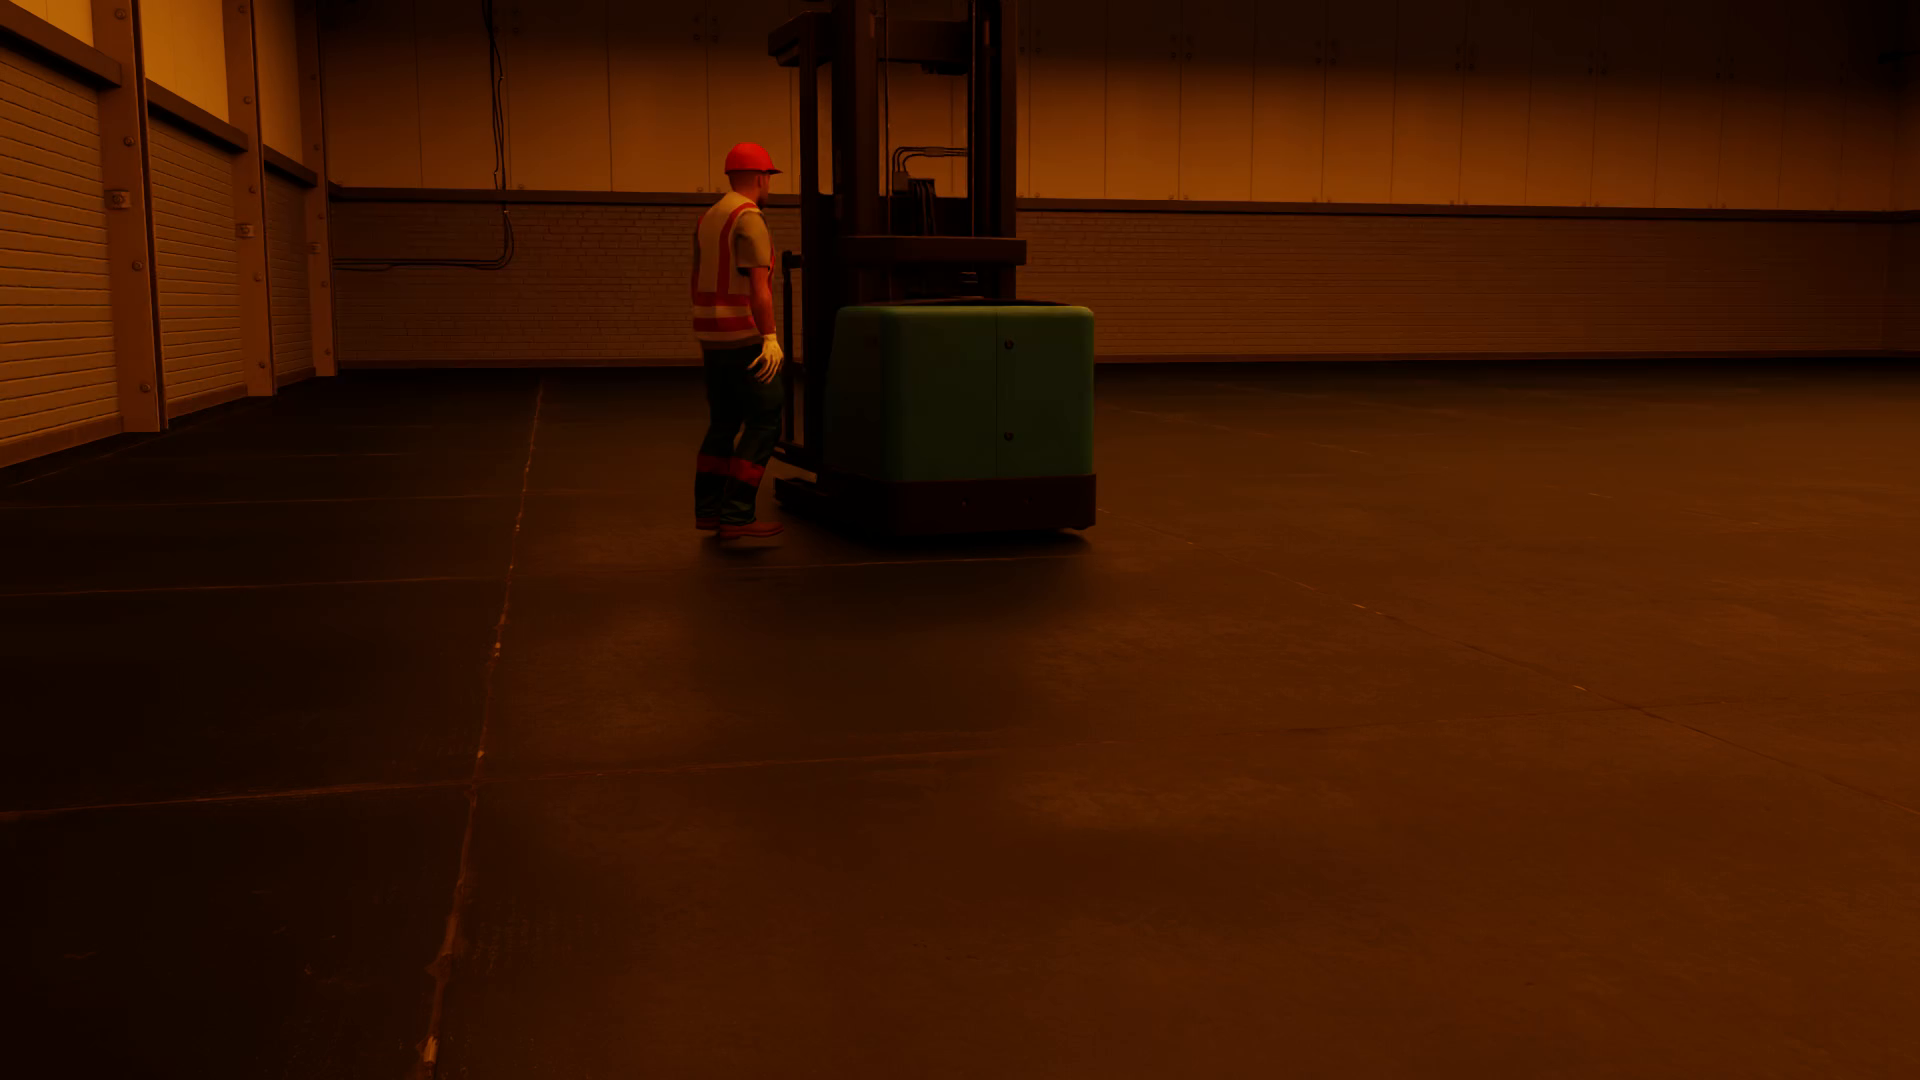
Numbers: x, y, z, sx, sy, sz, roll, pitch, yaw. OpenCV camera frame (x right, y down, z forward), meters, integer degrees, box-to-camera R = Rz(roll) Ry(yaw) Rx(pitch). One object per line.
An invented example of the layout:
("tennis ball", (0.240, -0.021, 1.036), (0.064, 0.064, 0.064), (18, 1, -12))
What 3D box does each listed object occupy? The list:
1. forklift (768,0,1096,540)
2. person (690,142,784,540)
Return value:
("forklift", (-0.356, -1.616, 8.677), (1.130, 2.935, 3.031), (-3, 8, -20))
("person", (-0.982, -0.897, 7.503), (0.413, 1.756, 0.805), (-6, 10, -37))
